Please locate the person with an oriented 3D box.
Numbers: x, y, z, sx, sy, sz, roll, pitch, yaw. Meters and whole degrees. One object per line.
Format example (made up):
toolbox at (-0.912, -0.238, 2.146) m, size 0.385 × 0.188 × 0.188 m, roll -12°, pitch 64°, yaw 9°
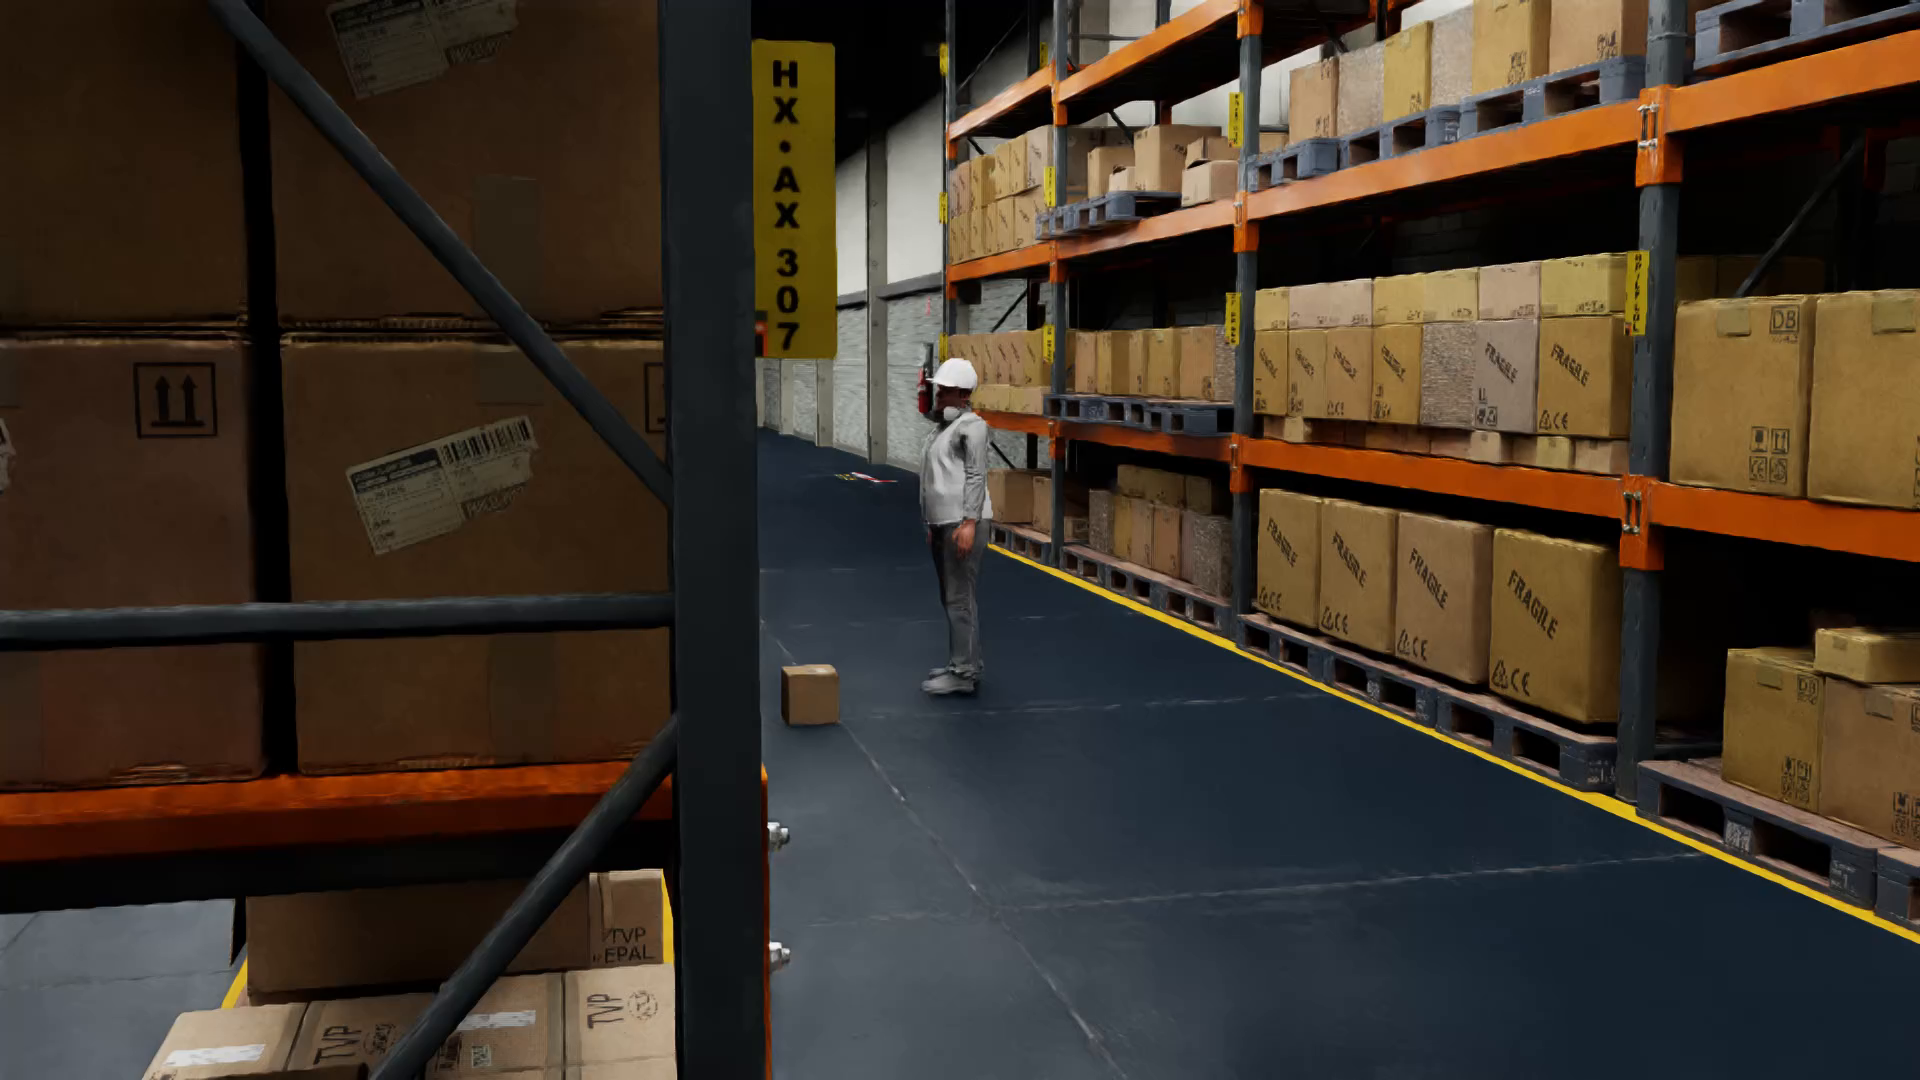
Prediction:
person at (-0.039, -0.081, 8.911) m, size 0.443 × 1.779 × 0.650 m, roll -2°, pitch 6°, yaw -20°
